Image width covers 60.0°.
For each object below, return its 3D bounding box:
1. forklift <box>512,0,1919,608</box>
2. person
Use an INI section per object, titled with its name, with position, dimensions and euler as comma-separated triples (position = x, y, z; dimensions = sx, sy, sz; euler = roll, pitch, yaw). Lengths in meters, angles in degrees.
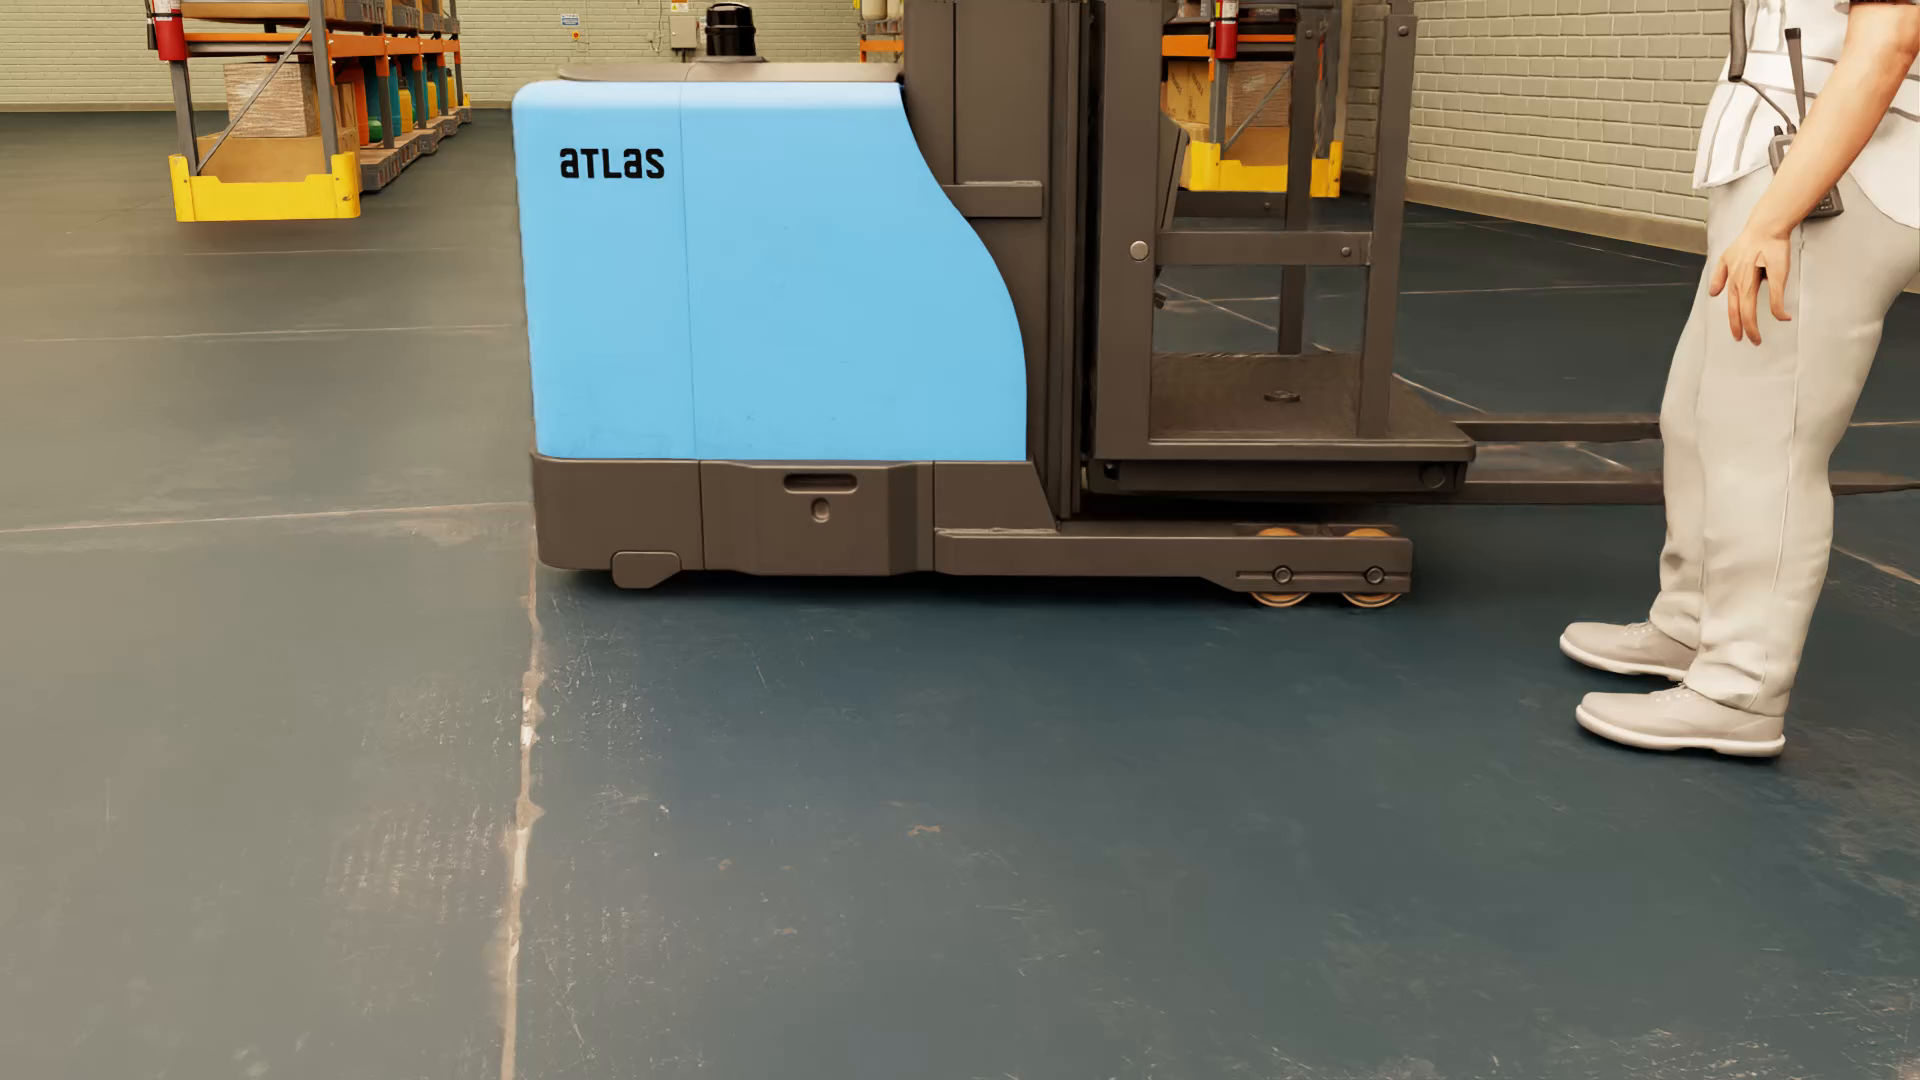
[forklift]
position = 0.600, -1.414, 3.630
dimensions = 3.031, 2.935, 1.130
euler = 0, 17, 1
[person]
position = 1.271, -0.526, 2.629
dimensions = 0.557, 1.782, 0.640
euler = 10, 19, 29
